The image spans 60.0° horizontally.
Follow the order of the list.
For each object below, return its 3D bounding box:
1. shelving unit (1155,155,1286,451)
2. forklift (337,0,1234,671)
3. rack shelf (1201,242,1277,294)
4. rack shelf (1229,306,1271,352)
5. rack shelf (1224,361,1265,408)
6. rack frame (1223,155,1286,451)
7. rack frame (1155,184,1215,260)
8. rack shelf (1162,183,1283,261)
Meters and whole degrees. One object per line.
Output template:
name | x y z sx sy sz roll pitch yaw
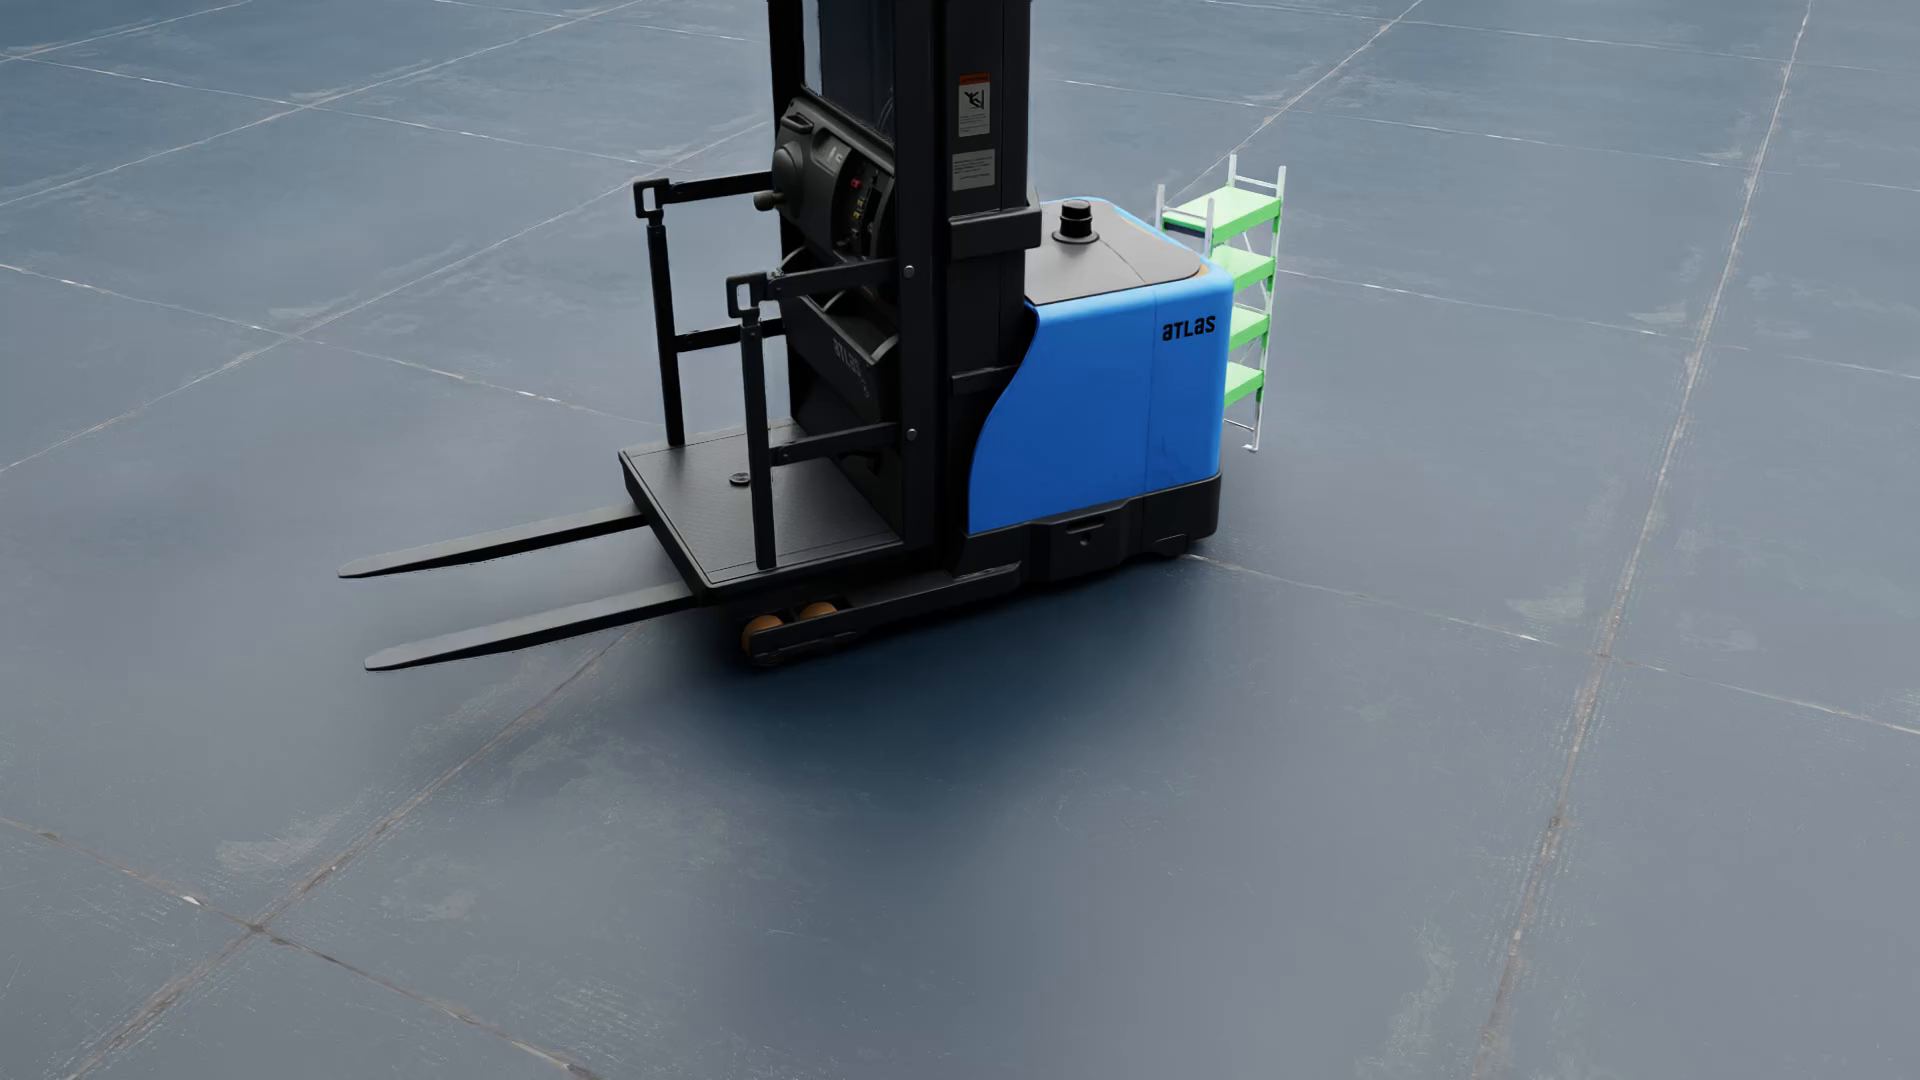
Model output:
shelving unit | 0.981 -0.839 6.506 0.258 1.200 0.503 23 37 34
forklift | -0.598 -1.151 5.312 3.031 2.935 1.130 -13 32 -22
rack shelf | 0.981 -0.992 6.419 0.258 0.148 0.480 23 37 34
rack shelf | 0.981 -0.784 6.538 0.258 0.148 0.480 23 37 34
rack shelf | 0.981 -0.576 6.658 0.258 0.148 0.480 23 37 34
rack frame | 1.141 -0.931 6.667 0.240 1.200 0.015 23 37 34
rack frame | 0.822 -0.747 6.346 0.240 1.200 0.015 23 37 34
rack shelf | 0.981 -1.200 6.299 0.258 0.148 0.480 23 37 34
